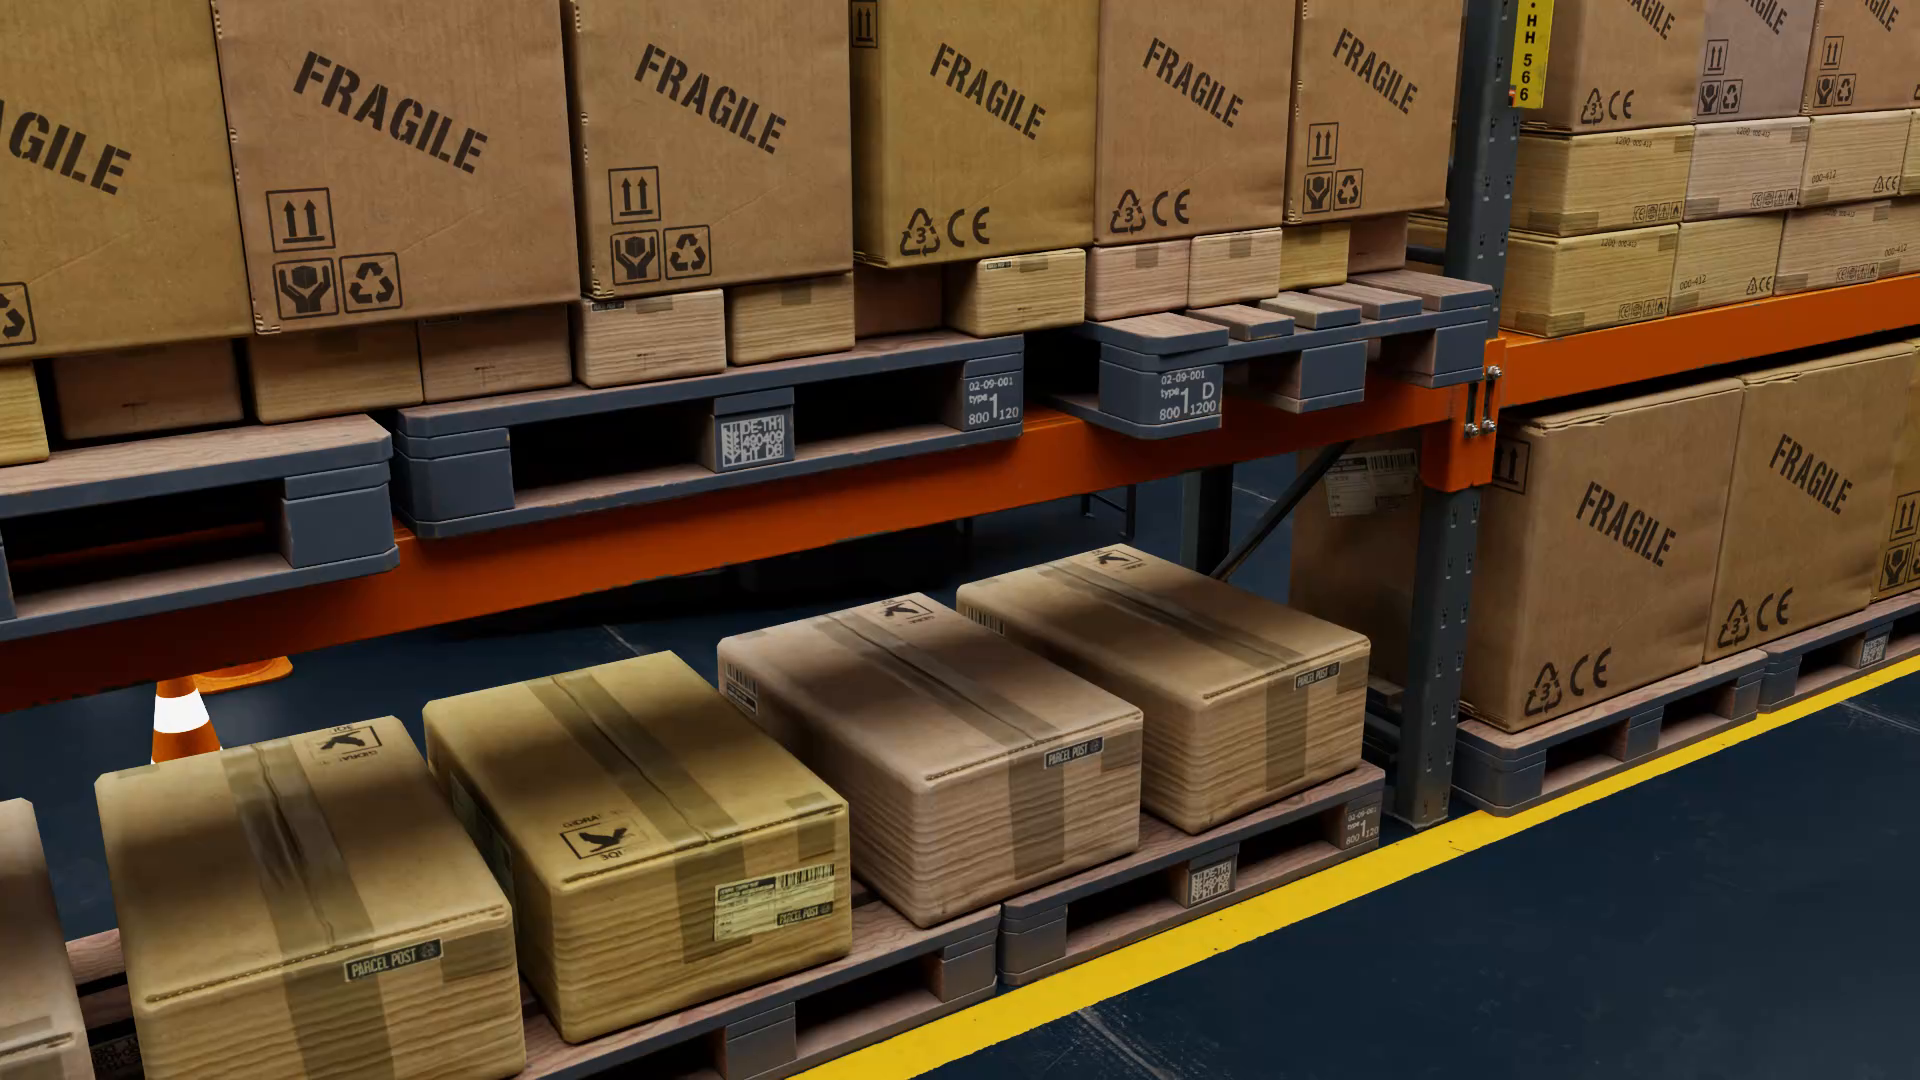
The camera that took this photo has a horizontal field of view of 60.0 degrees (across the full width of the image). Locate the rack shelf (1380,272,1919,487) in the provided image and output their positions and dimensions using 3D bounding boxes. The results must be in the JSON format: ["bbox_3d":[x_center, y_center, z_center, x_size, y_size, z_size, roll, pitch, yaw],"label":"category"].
[{"bbox_3d":[2.664,-0.795,5.536,4.000,0.370,1.077,-12,22,-31],"label":"rack shelf"}]

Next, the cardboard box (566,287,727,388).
[{"bbox_3d":[-0.608,-0.394,2.963,0.250,0.149,0.380,-11,22,-29],"label":"cardboard box"}]

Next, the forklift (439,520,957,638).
[{"bbox_3d":[-1.589,-1.239,5.833,3.031,2.935,1.130,-5,19,-15],"label":"forklift"}]

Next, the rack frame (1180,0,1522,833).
[{"bbox_3d":[0.993,-0.784,4.379,0.127,3.000,1.000,-12,22,-31],"label":"rack frame"}]

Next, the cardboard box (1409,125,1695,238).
[{"bbox_3d":[1.552,-0.973,4.391,0.500,0.250,0.500,-12,22,-32],"label":"cardboard box"}]

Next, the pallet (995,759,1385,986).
[{"bbox_3d":[0.340,0.675,4.419,1.213,0.211,1.003,-12,22,-31],"label":"pallet"}]

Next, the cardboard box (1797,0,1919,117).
[{"bbox_3d":[2.389,-1.503,4.790,0.500,0.500,0.500,-11,22,-30],"label":"cardboard box"}]

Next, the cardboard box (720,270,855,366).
[{"bbox_3d":[-0.402,-0.449,3.125,0.250,0.149,0.380,-13,22,-33],"label":"cardboard box"}]

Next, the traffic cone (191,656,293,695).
[{"bbox_3d":[-2.390,0.211,5.397,0.334,0.463,0.336,-12,22,-31],"label":"traffic cone"}]

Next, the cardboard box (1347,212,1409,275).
[{"bbox_3d":[0.849,-0.743,3.995,0.250,0.149,0.380,-11,22,-29],"label":"cardboard box"}]

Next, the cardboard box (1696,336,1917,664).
[{"bbox_3d":[2.363,-0.231,5.407,0.875,0.875,0.875,-12,22,-31],"label":"cardboard box"}]

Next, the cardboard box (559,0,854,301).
[{"bbox_3d":[-0.537,-0.737,2.966,0.500,0.500,0.500,-13,23,-34],"label":"cardboard box"}]

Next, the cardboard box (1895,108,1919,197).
[{"bbox_3d":[2.838,-1.234,5.164,0.500,0.250,0.500,-11,22,-30],"label":"cardboard box"}]

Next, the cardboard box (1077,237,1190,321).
[{"bbox_3d":[0.264,-0.578,3.506,0.250,0.149,0.380,-13,23,-34],"label":"cardboard box"}]

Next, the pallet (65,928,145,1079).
[{"bbox_3d":[-1.698,1.104,3.148,1.213,0.211,1.003,-12,22,-31],"label":"pallet"}]

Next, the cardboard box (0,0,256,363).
[{"bbox_3d":[-1.380,-0.560,2.443,0.500,0.500,0.500,-12,22,-31],"label":"cardboard box"}]

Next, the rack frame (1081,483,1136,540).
[{"bbox_3d":[0.612,-0.768,6.676,0.023,1.500,0.400,-9,21,-24],"label":"rack frame"}]

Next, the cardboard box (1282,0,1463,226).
[{"bbox_3d":[0.766,-1.016,3.791,0.500,0.500,0.500,-13,22,-33],"label":"cardboard box"}]

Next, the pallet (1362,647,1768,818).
[{"bbox_3d":[1.693,0.419,5.177,1.213,0.211,1.003,-12,22,-31],"label":"pallet"}]

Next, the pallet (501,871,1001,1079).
[{"bbox_3d":[-0.678,0.888,3.788,1.213,0.211,1.003,-12,22,-31],"label":"pallet"}]

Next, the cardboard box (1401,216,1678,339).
[{"bbox_3d":[1.540,-0.731,4.459,0.500,0.250,0.500,-12,22,-32],"label":"cardboard box"}]

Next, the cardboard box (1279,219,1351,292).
[{"bbox_3d":[0.665,-0.676,3.798,0.250,0.149,0.380,-12,22,-31],"label":"cardboard box"}]

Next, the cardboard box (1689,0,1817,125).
[{"bbox_3d":[1.949,-1.416,4.532,0.500,0.500,0.500,-12,22,-31],"label":"cardboard box"}]

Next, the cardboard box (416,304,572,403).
[{"bbox_3d":[-0.859,-0.361,2.865,0.250,0.149,0.380,-12,22,-31],"label":"cardboard box"}]

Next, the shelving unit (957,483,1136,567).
[{"bbox_3d":[0.282,-0.717,6.525,0.755,1.500,0.431,-9,21,-24],"label":"shelving unit"}]

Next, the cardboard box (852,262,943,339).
[{"bbox_3d":[-0.237,-0.515,3.321,0.250,0.149,0.380,-12,22,-31],"label":"cardboard box"}]

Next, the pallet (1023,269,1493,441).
[{"bbox_3d":[0.457,-0.539,3.954,1.003,0.211,1.213,-12,22,-31],"label":"pallet"}]

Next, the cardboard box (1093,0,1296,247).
[{"bbox_3d":[0.341,-0.922,3.513,0.500,0.500,0.500,-12,22,-32],"label":"cardboard box"}]

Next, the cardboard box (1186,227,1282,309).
[{"bbox_3d":[0.479,-0.620,3.631,0.250,0.149,0.380,-12,22,-32],"label":"cardboard box"}]

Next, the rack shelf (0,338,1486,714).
[{"bbox_3d":[-0.677,-0.090,3.452,4.000,0.370,1.077,-12,22,-31],"label":"rack shelf"}]

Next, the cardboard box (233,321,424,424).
[{"bbox_3d":[-1.066,-0.318,2.738,0.250,0.149,0.380,-12,22,-31],"label":"cardboard box"}]

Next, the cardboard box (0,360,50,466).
[{"bbox_3d":[-1.499,-0.213,2.429,0.250,0.149,0.380,-11,22,-30],"label":"cardboard box"}]

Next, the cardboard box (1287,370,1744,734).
[{"bbox_3d":[1.616,-0.075,4.946,0.875,0.875,0.875,-12,22,-32],"label":"cardboard box"}]

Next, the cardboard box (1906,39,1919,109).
[{"bbox_3d":[2.812,-1.591,5.050,0.500,0.500,0.500,-12,22,-31],"label":"cardboard box"}]

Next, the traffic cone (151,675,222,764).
[{"bbox_3d":[-2.082,0.530,4.455,0.334,0.463,0.336,-12,22,-31],"label":"traffic cone"}]

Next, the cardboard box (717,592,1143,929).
[{"bbox_3d":[-0.096,0.491,4.055,0.625,0.372,0.950,-12,22,-32],"label":"cardboard box"}]

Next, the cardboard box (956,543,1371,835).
[{"bbox_3d":[0.516,0.359,4.446,0.625,0.372,0.950,-14,23,-35],"label":"cardboard box"}]

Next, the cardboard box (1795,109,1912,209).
[{"bbox_3d":[2.408,-1.148,4.910,0.500,0.250,0.500,-12,22,-32],"label":"cardboard box"}]

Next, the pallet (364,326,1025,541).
[{"bbox_3d":[-0.638,-0.333,3.346,1.213,0.211,1.003,-12,22,-31],"label":"pallet"}]

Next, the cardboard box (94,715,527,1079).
[{"bbox_3d":[-1.312,0.746,3.301,0.625,0.372,0.950,-10,21,-28],"label":"cardboard box"}]

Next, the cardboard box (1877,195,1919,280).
[{"bbox_3d":[2.811,-1.005,5.269,0.500,0.250,0.500,-12,22,-31],"label":"cardboard box"}]

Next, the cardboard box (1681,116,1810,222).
[{"bbox_3d":[1.984,-1.063,4.660,0.500,0.250,0.500,-11,22,-30],"label":"cardboard box"}]

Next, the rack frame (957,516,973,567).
[{"bbox_3d":[-0.047,-0.666,6.374,0.023,1.500,0.400,-9,21,-24],"label":"rack frame"}]

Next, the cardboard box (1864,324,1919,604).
[{"bbox_3d":[3.110,-0.389,5.873,0.875,0.875,0.875,-11,22,-30],"label":"cardboard box"}]

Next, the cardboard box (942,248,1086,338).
[{"bbox_3d":[0.042,-0.525,3.352,0.250,0.149,0.380,-11,22,-30],"label":"cardboard box"}]

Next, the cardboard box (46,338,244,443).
[{"bbox_3d":[-1.304,-0.284,2.637,0.250,0.149,0.380,-10,21,-28],"label":"cardboard box"}]

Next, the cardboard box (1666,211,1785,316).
[{"bbox_3d":[1.959,-0.827,4.740,0.500,0.250,0.500,-13,22,-33],"label":"cardboard box"}]

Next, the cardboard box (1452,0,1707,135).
[{"bbox_3d":[1.540,-1.326,4.266,0.500,0.500,0.500,-13,22,-33],"label":"cardboard box"}]

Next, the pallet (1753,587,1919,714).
[{"bbox_3d":[2.711,0.205,5.808,1.213,0.211,1.003,-12,22,-31],"label":"pallet"}]

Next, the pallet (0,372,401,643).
[{"bbox_3d":[-1.629,-0.084,2.609,1.213,0.211,1.003,-12,22,-31],"label":"pallet"}]

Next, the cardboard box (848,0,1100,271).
[{"bbox_3d":[-0.080,-0.833,3.249,0.500,0.500,0.500,-14,23,-35],"label":"cardboard box"}]

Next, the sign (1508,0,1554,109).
[{"bbox_3d":[1.300,-1.151,3.782,0.005,0.325,0.100,-12,22,-31],"label":"sign"}]

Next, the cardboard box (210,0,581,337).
[{"bbox_3d":[-0.960,-0.644,2.689,0.500,0.500,0.500,-12,22,-32],"label":"cardboard box"}]

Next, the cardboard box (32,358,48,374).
[{"bbox_3d":[-1.644,-0.420,3.040,0.250,0.149,0.380,-12,22,-32],"label":"cardboard box"}]

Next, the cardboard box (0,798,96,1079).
[{"bbox_3d":[-1.911,0.874,2.924,0.625,0.372,0.950,-12,22,-31],"label":"cardboard box"}]

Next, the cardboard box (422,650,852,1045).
[{"bbox_3d":[-0.733,0.623,3.665,0.625,0.372,0.950,-11,22,-30],"label":"cardboard box"}]

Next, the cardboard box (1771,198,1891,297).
[{"bbox_3d":[2.401,-0.917,5.009,0.500,0.250,0.500,-11,22,-30],"label":"cardboard box"}]
